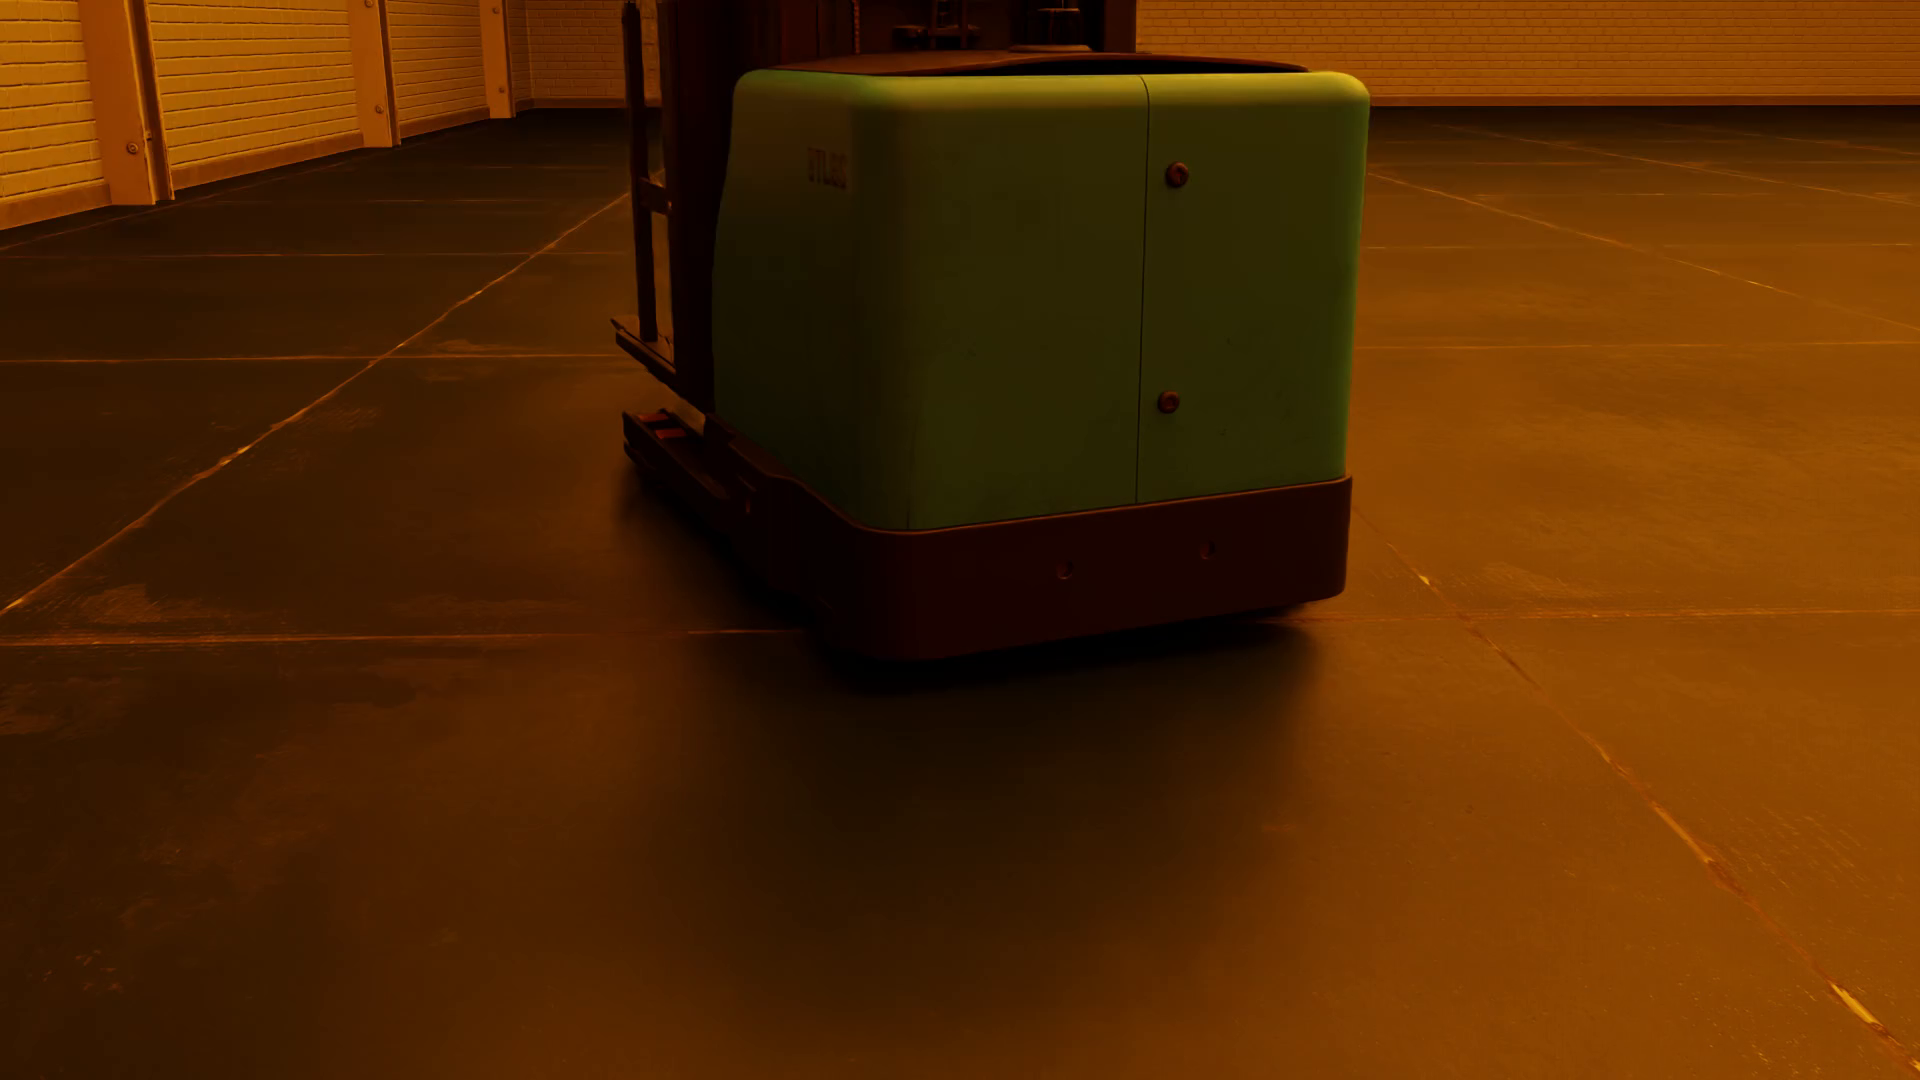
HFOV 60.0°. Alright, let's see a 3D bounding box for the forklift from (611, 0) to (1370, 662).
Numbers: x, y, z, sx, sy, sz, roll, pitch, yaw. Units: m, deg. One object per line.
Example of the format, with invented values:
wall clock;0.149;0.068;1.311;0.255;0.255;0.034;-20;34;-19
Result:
forklift;-0.268;-1.573;4.050;1.130;2.935;3.031;-7;18;-22
